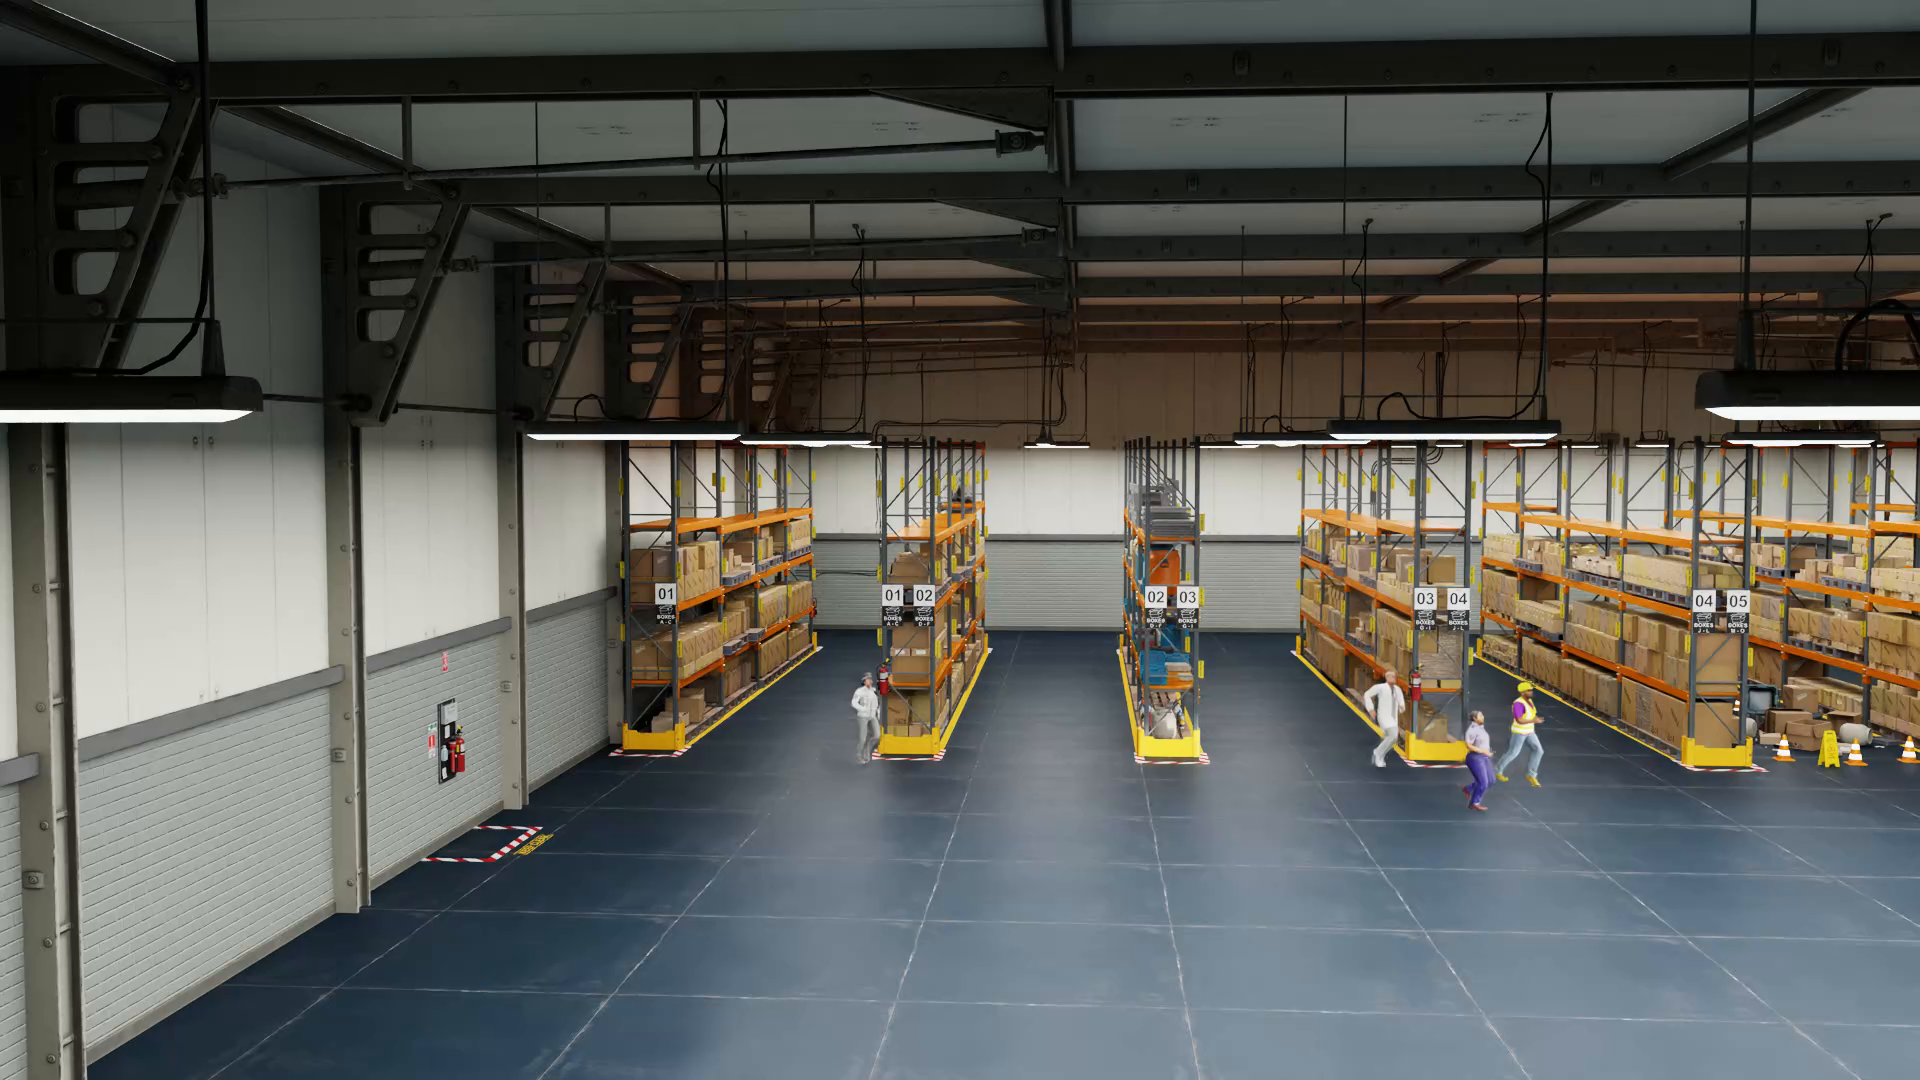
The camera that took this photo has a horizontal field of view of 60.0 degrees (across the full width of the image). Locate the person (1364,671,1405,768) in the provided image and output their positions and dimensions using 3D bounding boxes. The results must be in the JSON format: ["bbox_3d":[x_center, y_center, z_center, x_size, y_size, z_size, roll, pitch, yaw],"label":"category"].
[{"bbox_3d":[7.754,3.238,30.106,0.721,1.722,0.641,-2,4,-37],"label":"person"}]

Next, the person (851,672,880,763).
[{"bbox_3d":[-1.671,3.254,30.453,0.635,1.677,0.515,-2,4,-33],"label":"person"}]

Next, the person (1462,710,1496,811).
[{"bbox_3d":[8.265,3.507,26.520,0.568,1.587,0.602,2,4,35],"label":"person"}]

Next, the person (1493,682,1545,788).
[{"bbox_3d":[9.598,3.322,28.430,0.896,1.811,0.709,3,4,45],"label":"person"}]
